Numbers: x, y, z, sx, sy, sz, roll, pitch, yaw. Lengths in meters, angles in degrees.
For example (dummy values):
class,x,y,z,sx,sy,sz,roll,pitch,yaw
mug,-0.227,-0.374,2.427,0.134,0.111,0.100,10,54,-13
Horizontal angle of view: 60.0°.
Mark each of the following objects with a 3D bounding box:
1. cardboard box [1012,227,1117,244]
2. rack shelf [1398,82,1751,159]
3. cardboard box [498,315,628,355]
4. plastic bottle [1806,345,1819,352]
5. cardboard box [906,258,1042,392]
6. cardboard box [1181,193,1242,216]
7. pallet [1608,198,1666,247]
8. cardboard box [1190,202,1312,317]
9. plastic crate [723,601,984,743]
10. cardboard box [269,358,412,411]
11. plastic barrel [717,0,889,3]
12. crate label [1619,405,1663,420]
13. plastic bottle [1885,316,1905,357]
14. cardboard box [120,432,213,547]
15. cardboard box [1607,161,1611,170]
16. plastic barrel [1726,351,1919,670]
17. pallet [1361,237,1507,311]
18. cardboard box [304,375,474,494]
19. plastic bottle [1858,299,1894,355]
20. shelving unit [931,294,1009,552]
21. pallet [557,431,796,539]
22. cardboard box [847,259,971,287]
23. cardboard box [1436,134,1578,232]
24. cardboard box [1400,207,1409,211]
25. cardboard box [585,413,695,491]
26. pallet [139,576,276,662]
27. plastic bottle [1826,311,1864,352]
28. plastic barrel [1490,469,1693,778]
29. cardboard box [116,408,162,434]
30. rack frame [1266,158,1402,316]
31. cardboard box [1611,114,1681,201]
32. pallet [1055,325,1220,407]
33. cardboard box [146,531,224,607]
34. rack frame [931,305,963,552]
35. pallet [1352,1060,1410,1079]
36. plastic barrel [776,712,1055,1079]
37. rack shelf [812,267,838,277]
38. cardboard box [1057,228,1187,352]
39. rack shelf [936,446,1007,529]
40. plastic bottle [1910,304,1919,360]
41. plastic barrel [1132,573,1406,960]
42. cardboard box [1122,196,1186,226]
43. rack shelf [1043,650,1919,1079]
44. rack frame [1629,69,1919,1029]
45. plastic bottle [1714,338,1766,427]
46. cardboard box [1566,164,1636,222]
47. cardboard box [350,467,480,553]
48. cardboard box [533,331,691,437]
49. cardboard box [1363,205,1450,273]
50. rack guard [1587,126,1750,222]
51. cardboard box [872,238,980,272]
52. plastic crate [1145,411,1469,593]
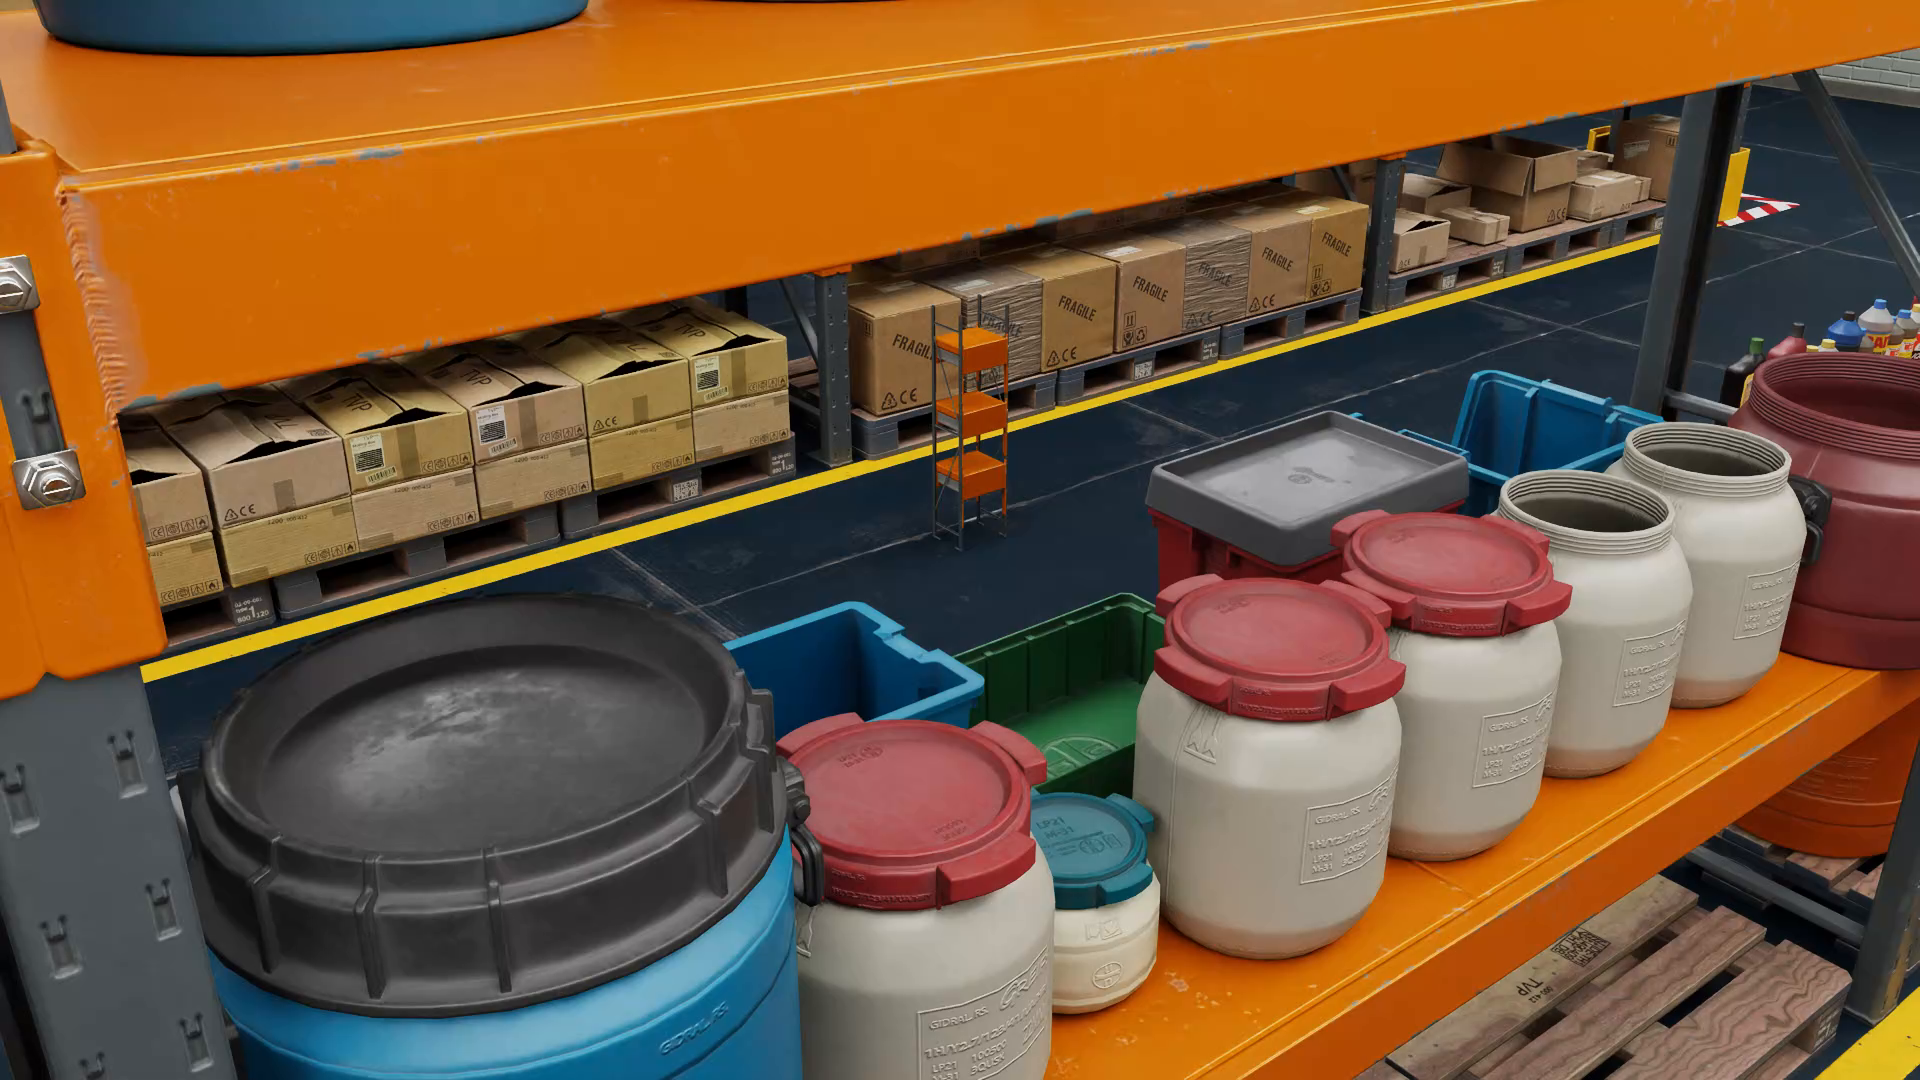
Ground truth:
class,x,y,z,sx,sy,sz,roll,pitch,yaw
cardboard box,0.533,-1.539,9.449,0.500,0.500,0.500,-20,31,-36
rack shelf,3.847,-3.112,11.247,4.000,0.370,1.077,-18,31,-34
cardboard box,-1.876,-0.899,7.726,0.500,0.311,0.500,-19,31,-35
plastic bottle,2.518,-0.478,4.952,0.097,0.201,0.097,0,25,0
cardboard box,0.069,-1.107,8.518,0.500,0.500,0.500,-20,31,-36
cardboard box,1.329,-1.797,10.006,0.500,0.500,0.500,-18,30,-33
pallet,4.734,-2.466,12.312,1.213,0.211,1.003,-18,31,-34
cardboard box,1.667,-1.636,9.658,0.500,0.500,0.500,-18,30,-34
plastic crate,-0.293,0.419,2.803,0.575,0.384,0.392,-18,31,-34
cardboard box,-2.683,-0.634,7.154,0.500,0.311,0.500,-19,31,-35
plastic barrel,-0.188,-1.161,2.029,0.600,0.901,0.600,0,25,0
crate label,1.616,-0.177,4.266,0.416,0.233,0.303,-18,31,-34
plastic bottle,2.901,-0.604,5.225,0.097,0.201,0.097,0,25,0
cardboard box,-3.146,-0.191,6.200,0.500,0.311,0.500,-19,31,-35
cardboard box,4.683,-2.812,12.589,0.250,0.166,0.380,-18,31,-34
plastic barrel,2.001,-0.079,3.694,0.708,0.536,0.600,-18,31,-34
pallet,2.814,-1.832,10.946,1.213,0.211,1.003,-18,31,-34
cardboard box,-2.334,-0.463,6.785,0.500,0.311,0.500,-17,30,-33
plastic bottle,2.824,-0.611,5.156,0.097,0.271,0.097,0,25,0
shelving unit,0.042,-0.490,7.059,0.252,1.050,0.215,-18,31,-34
pallet,-1.546,-0.414,7.891,1.213,0.211,1.003,-18,31,-34
cardboard box,-0.283,-1.266,8.861,0.500,0.500,0.500,-17,30,-32
cardboard box,3.748,-2.476,11.464,0.637,0.503,0.797,-18,31,-34
cardboard box,2.805,-2.184,11.257,0.250,0.149,0.380,-18,31,-34
cardboard box,-1.541,-0.470,7.468,0.500,0.250,0.500,-19,31,-35
pallet,-3.466,0.220,6.525,1.213,0.211,1.003,-18,31,-34
plastic bottle,2.671,-0.560,5.047,0.097,0.271,0.097,0,25,0
plastic barrel,1.170,0.159,3.211,0.421,0.512,0.421,0,25,0
cardboard box,-3.475,-0.376,6.597,0.500,0.311,0.500,-17,30,-33
rack frame,2.273,-2.919,9.976,0.127,3.000,1.000,-18,31,-34
cardboard box,5.145,-2.801,12.168,0.500,0.500,0.500,-18,31,-34
pallet,0.696,-1.111,9.394,1.213,0.211,1.003,-18,31,-34
cardboard box,-3.149,0.061,6.322,0.500,0.250,0.500,-17,30,-33
rack frame,-0.054,-0.458,6.991,0.008,1.050,0.200,-18,31,-34
pallet,0.586,1.531,3.701,1.213,0.211,1.003,-18,31,-34
plastic barrel,-0.080,0.564,2.310,0.433,0.535,0.433,0,25,0
rack shelf,-2.448,-1.034,6.769,4.000,0.370,1.077,-18,31,-34
cardboard box,0.874,-1.373,9.091,0.500,0.500,0.500,-19,31,-36
rack shelf,0.042,-0.228,7.180,0.240,0.259,0.215,-18,31,-34
plastic bottle,3.054,-0.655,5.334,0.097,0.201,0.097,0,25,0
plastic barrel,0.497,0.373,2.721,0.433,0.535,0.433,0,25,0
cardboard box,0.955,-2.020,9.595,0.500,0.250,0.500,-18,30,-34
rack shelf,0.605,0.608,3.231,4.000,0.370,1.077,-18,31,-34
rack frame,2.179,-0.238,4.199,0.127,3.000,1.000,-18,31,-34
plastic bottle,2.234,-0.431,4.755,0.133,0.283,0.061,-18,31,-34
cardboard box,4.379,-2.450,11.710,0.500,0.250,0.500,-18,31,-34
cardboard box,-2.342,-0.206,6.898,0.500,0.250,0.500,-18,30,-33
cardboard box,-1.540,-0.722,7.345,0.500,0.311,0.500,-19,31,-35
cardboard box,2.737,-1.936,10.530,0.500,0.311,0.500,-18,31,-34
rack guard,5.361,-2.804,12.698,0.348,0.500,1.175,-18,31,-34
cardboard box,-0.242,-1.622,8.738,0.500,0.250,0.500,-17,30,-32
plastic crate,0.719,0.052,3.499,0.583,0.464,0.402,-18,31,-34
